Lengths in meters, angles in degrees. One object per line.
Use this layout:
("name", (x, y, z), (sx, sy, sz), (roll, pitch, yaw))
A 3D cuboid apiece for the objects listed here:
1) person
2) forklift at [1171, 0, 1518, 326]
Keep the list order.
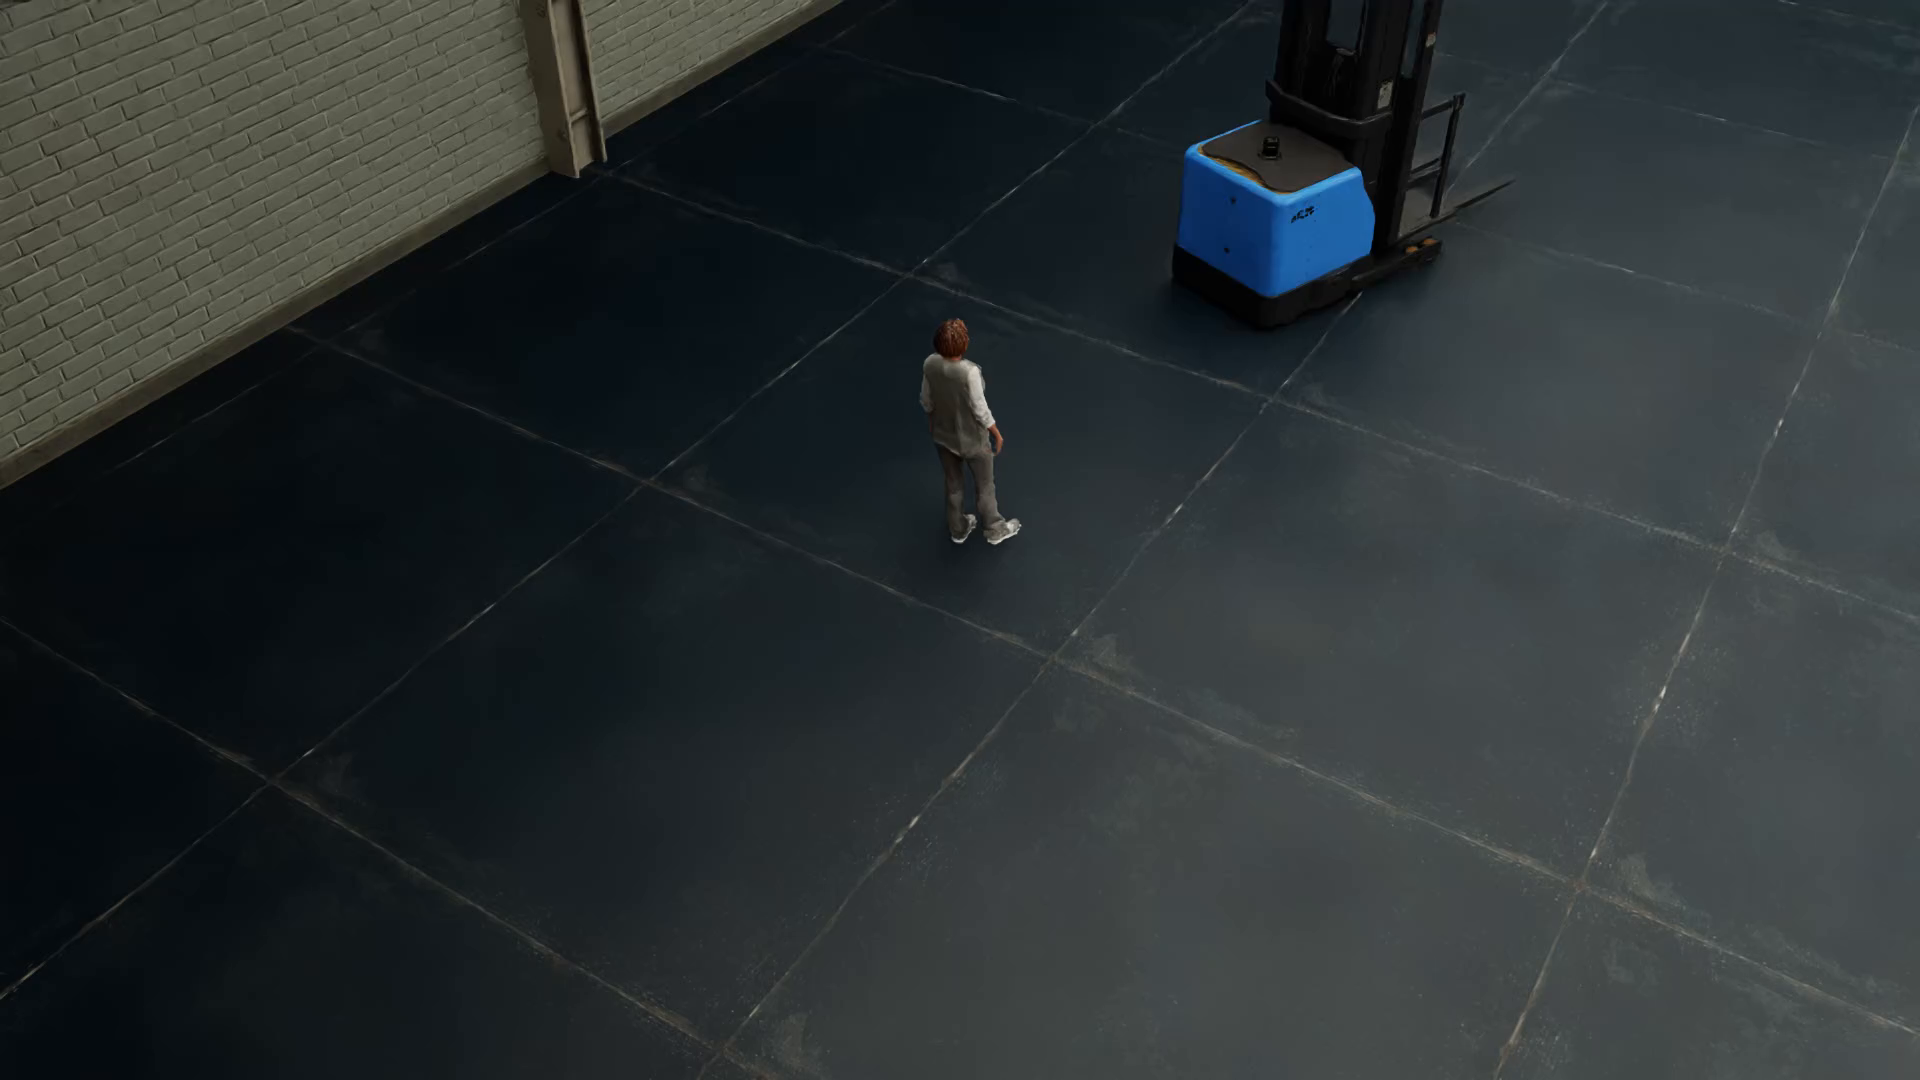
("person", (0.051, -0.650, 9.755), (0.521, 1.597, 0.474), (22, 45, 24))
("forklift", (3.070, -3.437, 12.023), (3.031, 2.935, 1.130), (-26, 47, -28))
